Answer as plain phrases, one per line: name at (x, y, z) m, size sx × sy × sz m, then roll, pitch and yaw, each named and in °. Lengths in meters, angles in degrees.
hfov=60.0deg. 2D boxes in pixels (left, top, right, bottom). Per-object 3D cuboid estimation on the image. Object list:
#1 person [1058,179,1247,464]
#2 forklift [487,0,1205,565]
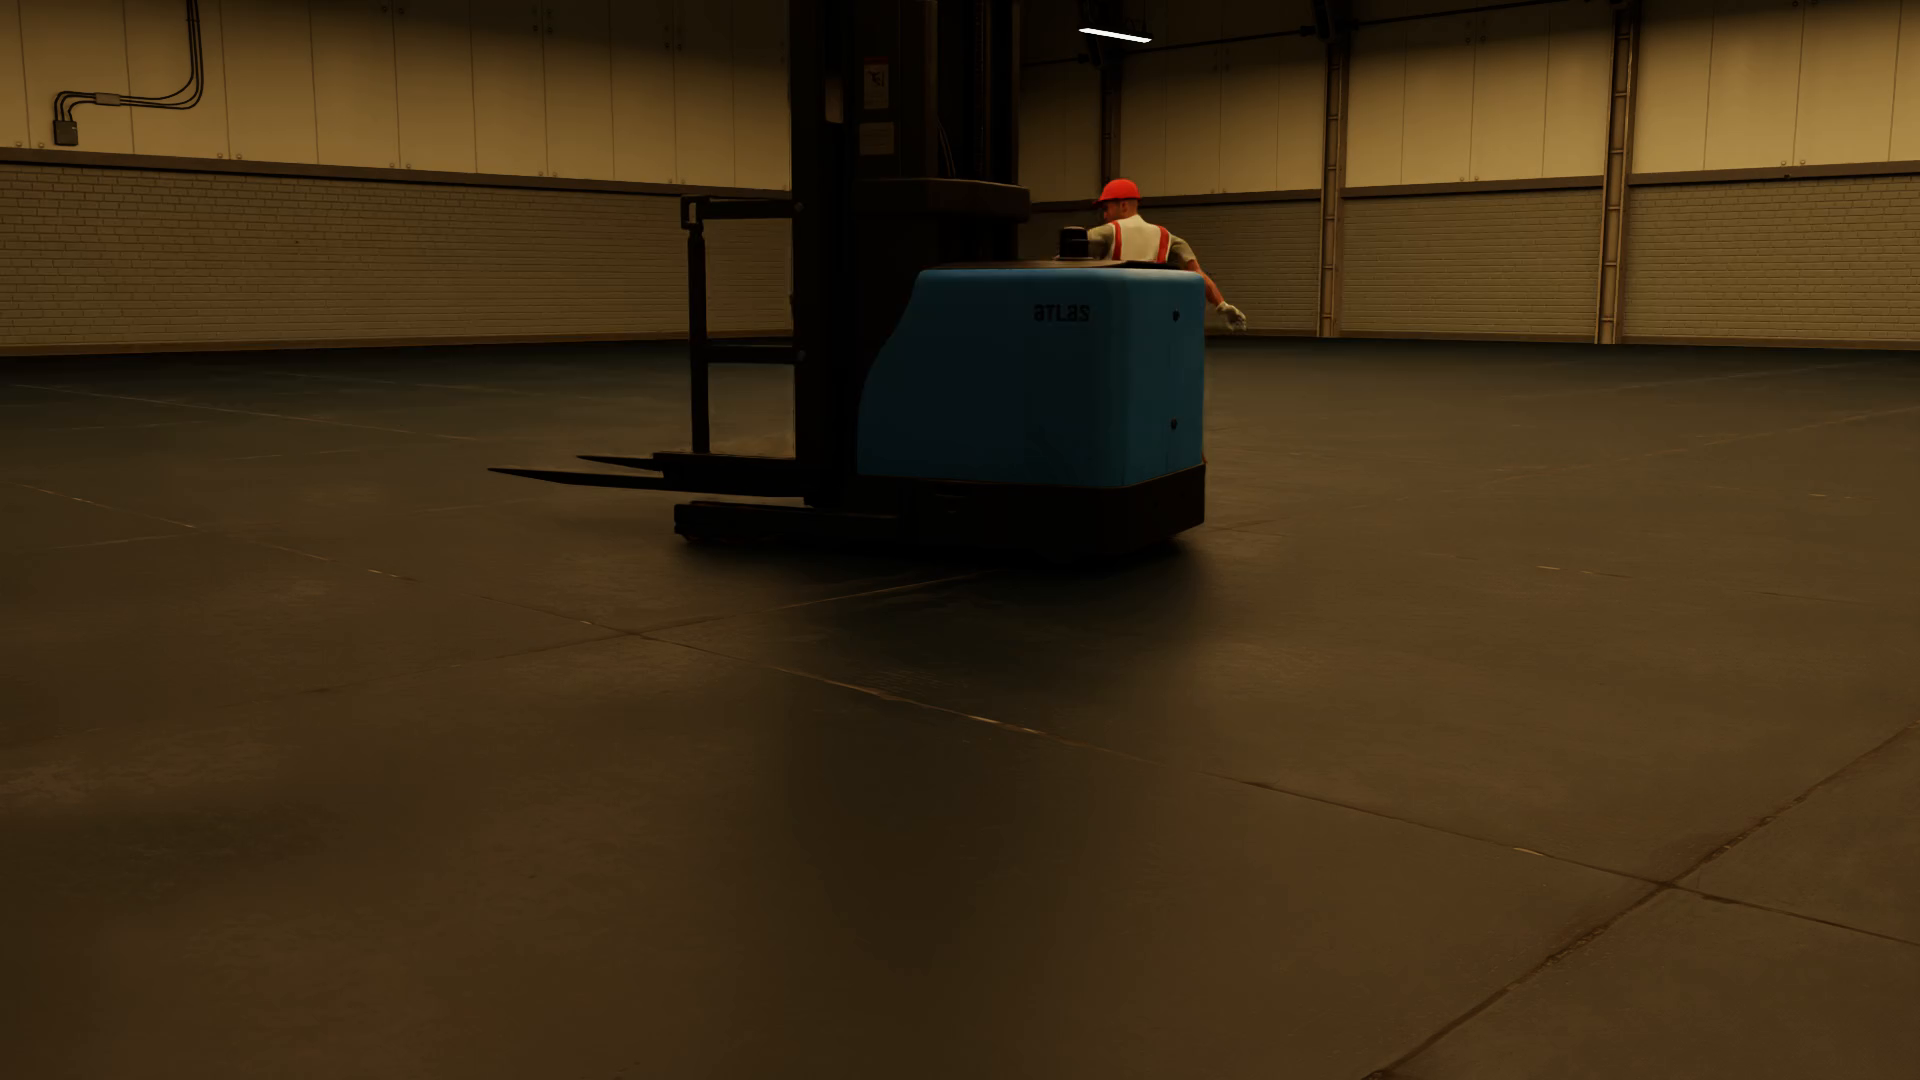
person at (0.987, -1.162, 9.358) m, size 1.139 × 1.720 × 0.567 m, roll -2°, pitch 9°, yaw -11°
forklift at (-0.572, -1.488, 6.754) m, size 3.031 × 2.935 × 1.130 m, roll 4°, pitch 10°, yaw 26°
